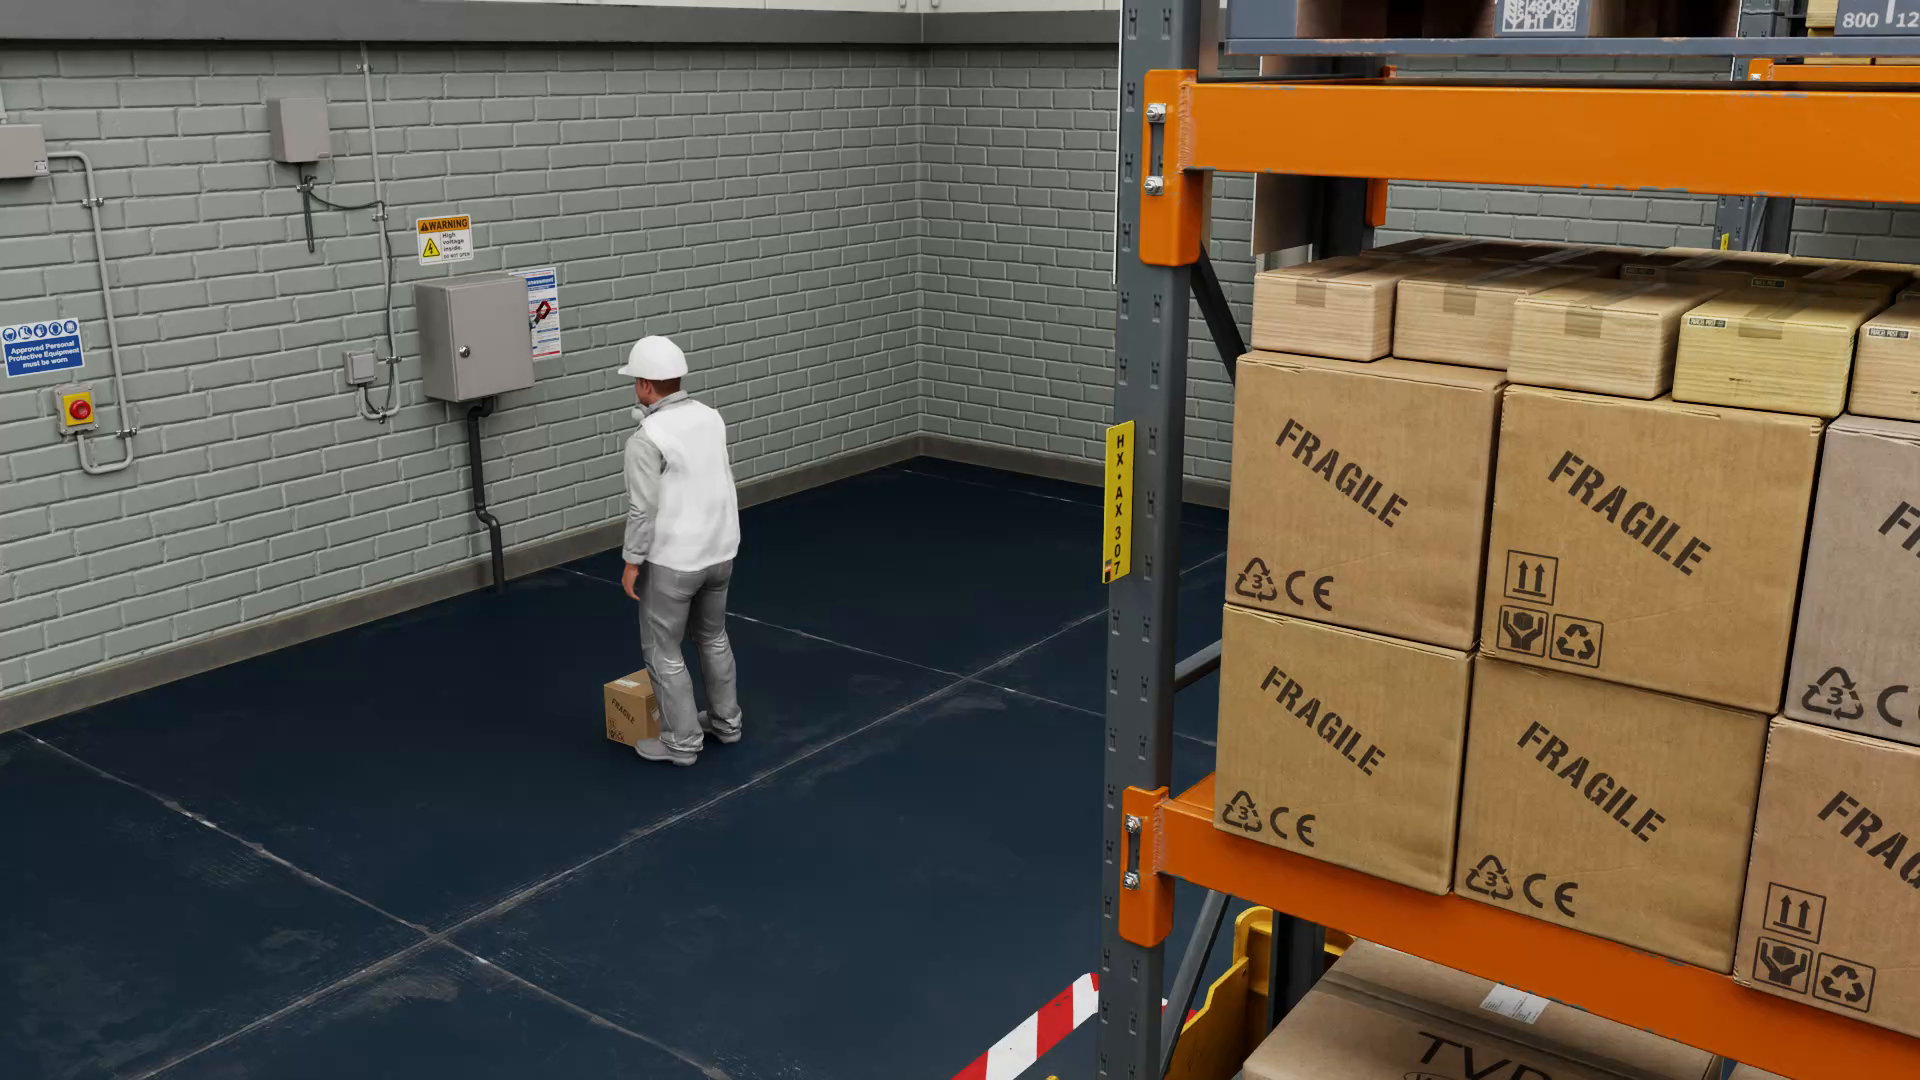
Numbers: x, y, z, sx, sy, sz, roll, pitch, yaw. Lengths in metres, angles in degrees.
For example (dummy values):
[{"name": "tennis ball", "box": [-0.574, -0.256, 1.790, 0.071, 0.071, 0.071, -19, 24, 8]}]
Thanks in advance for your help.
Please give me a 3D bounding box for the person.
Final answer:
[{"name": "person", "box": [-1.151, 0.045, 6.835, 0.461, 1.772, 0.589, 11, 20, 33]}]
